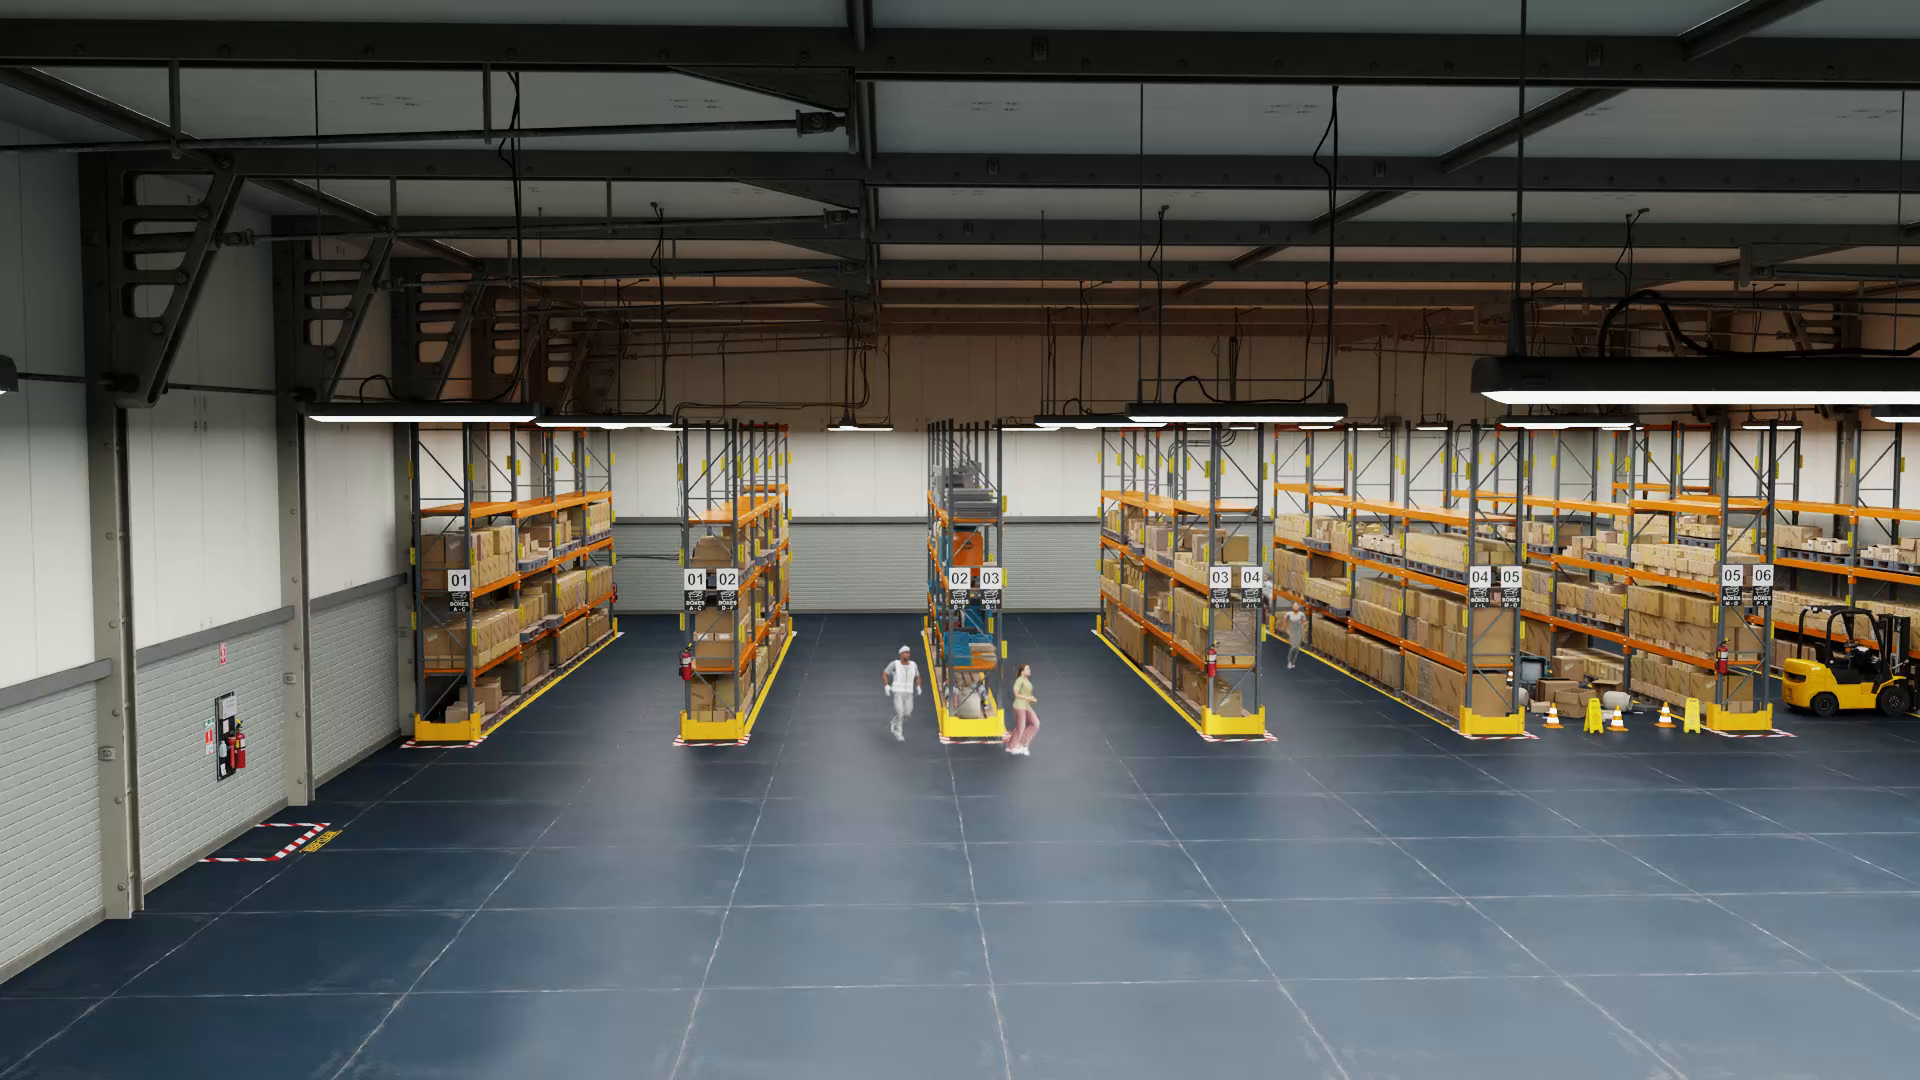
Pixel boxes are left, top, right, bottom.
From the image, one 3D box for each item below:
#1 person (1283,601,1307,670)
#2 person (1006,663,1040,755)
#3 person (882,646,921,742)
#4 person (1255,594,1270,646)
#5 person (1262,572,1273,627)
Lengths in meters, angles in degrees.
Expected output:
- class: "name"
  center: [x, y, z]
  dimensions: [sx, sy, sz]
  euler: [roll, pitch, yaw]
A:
- class: "person"
  center: [8.144, 2.317, 40.340]
  dimensions: [0.540, 1.674, 0.669]
  euler: [0, 4, -2]
- class: "person"
  center: [1.115, 3.006, 29.493]
  dimensions: [0.666, 1.673, 0.586]
  euler: [2, 4, 27]
- class: "person"
  center: [-1.073, 2.869, 31.200]
  dimensions: [0.740, 1.742, 0.648]
  euler: [-2, 4, -23]
- class: "person"
  center: [7.890, 2.027, 44.163]
  dimensions: [0.717, 1.726, 0.713]
  euler: [0, 4, -1]
- class: "person"
  center: [9.001, 1.769, 48.993]
  dimensions: [0.534, 1.643, 0.747]
  euler: [0, 4, -3]
